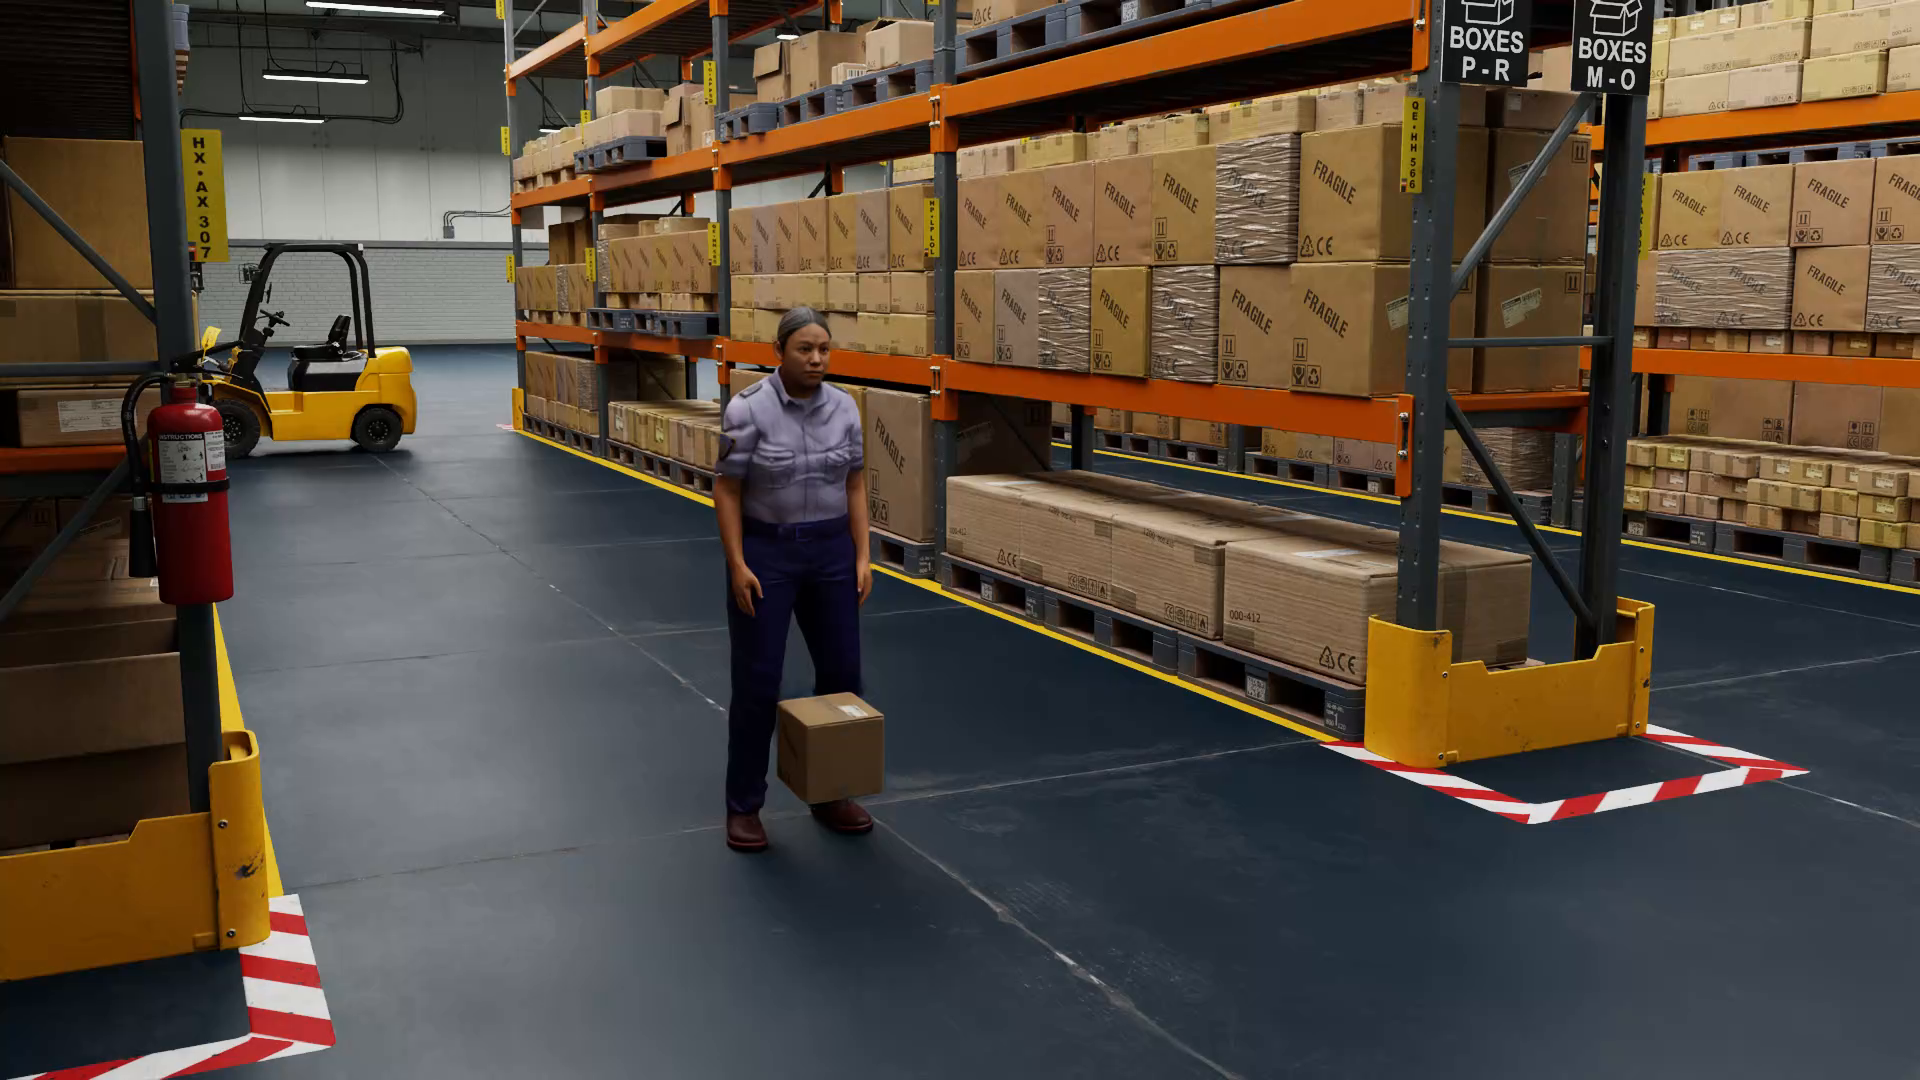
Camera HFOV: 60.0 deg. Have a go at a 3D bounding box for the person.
[{"bbox_3d":[-0.523,0.100,5.210,0.532,1.654,0.368,-5,10,-28],"label":"person"}]
